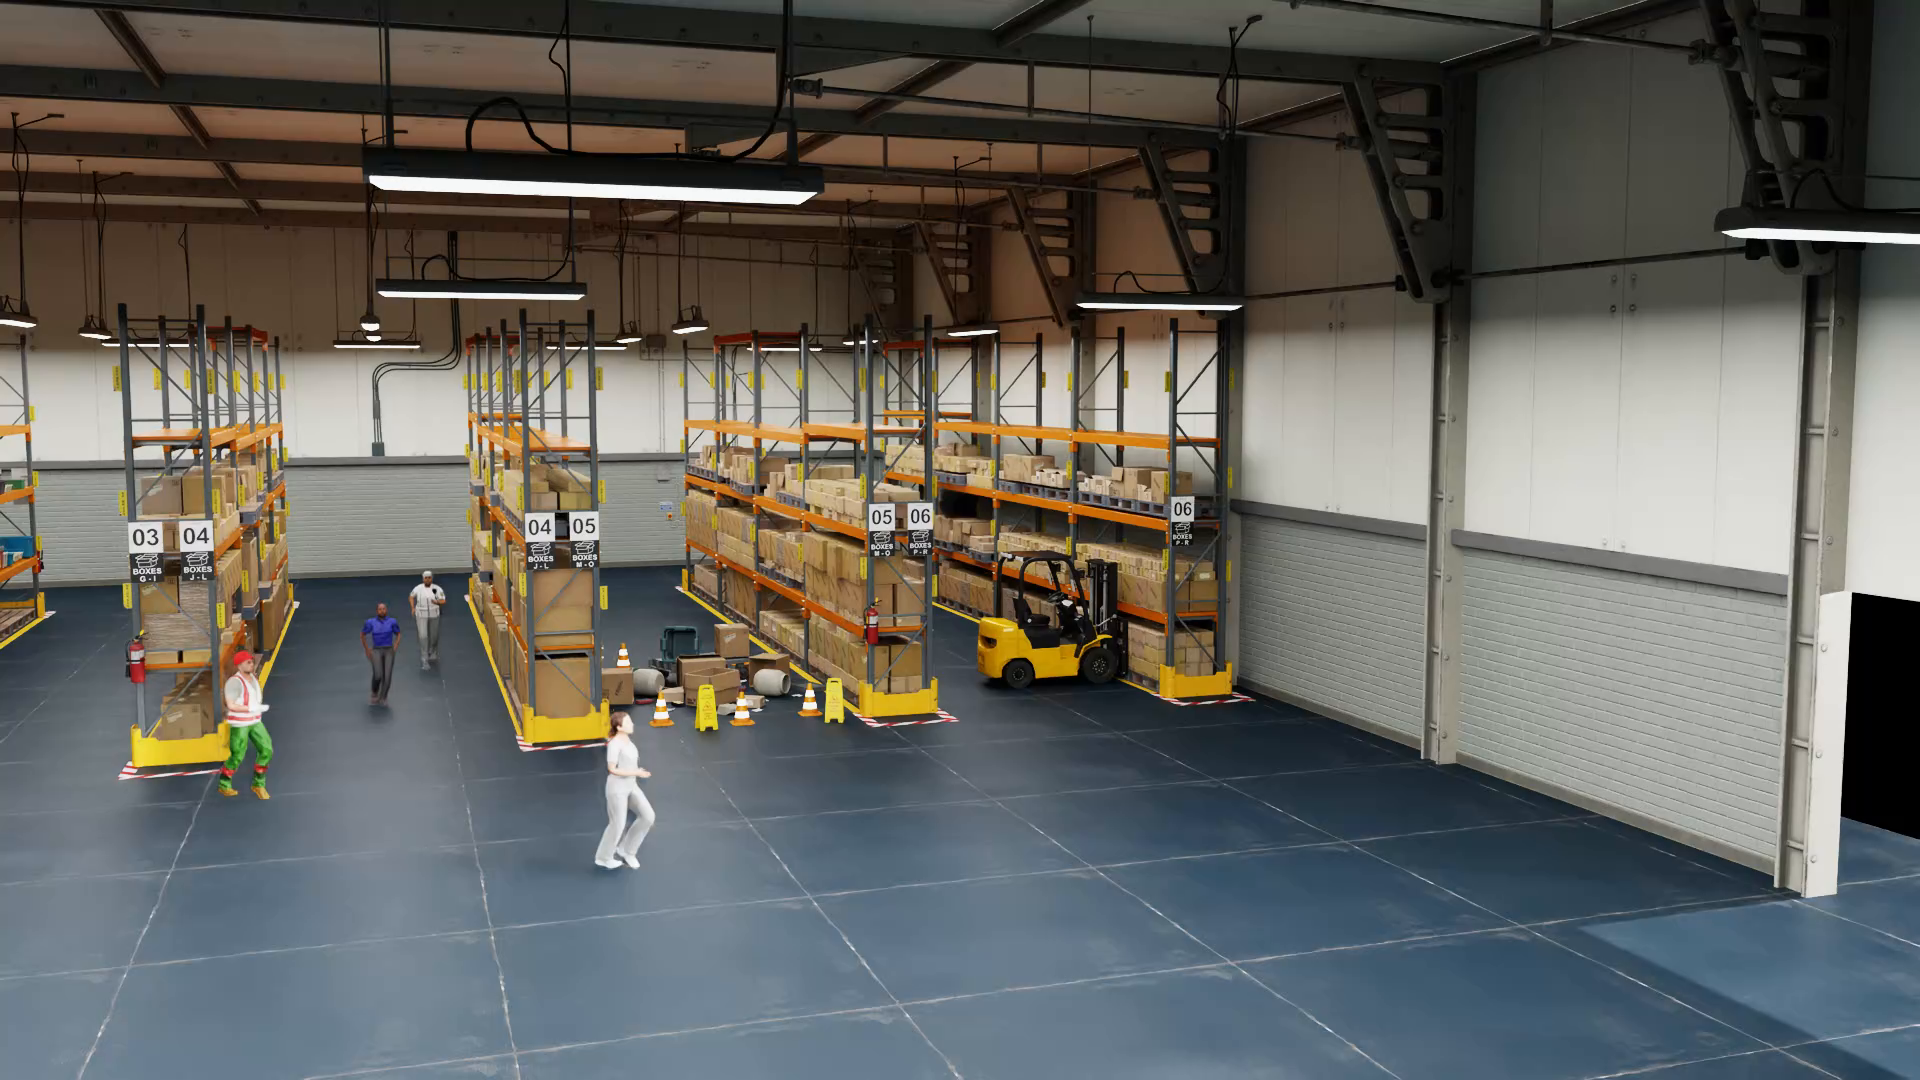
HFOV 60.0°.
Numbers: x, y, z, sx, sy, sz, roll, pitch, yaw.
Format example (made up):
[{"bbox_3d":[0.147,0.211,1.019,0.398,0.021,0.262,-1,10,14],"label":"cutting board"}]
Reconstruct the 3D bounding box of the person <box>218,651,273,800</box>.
[{"bbox_3d":[-8.536,2.236,19.900,0.768,1.844,0.677,2,6,16],"label":"person"}]

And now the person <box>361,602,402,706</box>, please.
[{"bbox_3d":[-8.896,1.765,25.659,0.587,1.623,0.541,-3,6,-30],"label":"person"}]

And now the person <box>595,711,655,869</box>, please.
[{"bbox_3d":[-3.438,2.568,16.993,0.672,1.662,0.557,2,6,16],"label":"person"}]

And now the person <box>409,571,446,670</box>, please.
[{"bbox_3d":[-9.372,1.382,29.310,0.585,1.689,0.877,-2,6,-23],"label":"person"}]
